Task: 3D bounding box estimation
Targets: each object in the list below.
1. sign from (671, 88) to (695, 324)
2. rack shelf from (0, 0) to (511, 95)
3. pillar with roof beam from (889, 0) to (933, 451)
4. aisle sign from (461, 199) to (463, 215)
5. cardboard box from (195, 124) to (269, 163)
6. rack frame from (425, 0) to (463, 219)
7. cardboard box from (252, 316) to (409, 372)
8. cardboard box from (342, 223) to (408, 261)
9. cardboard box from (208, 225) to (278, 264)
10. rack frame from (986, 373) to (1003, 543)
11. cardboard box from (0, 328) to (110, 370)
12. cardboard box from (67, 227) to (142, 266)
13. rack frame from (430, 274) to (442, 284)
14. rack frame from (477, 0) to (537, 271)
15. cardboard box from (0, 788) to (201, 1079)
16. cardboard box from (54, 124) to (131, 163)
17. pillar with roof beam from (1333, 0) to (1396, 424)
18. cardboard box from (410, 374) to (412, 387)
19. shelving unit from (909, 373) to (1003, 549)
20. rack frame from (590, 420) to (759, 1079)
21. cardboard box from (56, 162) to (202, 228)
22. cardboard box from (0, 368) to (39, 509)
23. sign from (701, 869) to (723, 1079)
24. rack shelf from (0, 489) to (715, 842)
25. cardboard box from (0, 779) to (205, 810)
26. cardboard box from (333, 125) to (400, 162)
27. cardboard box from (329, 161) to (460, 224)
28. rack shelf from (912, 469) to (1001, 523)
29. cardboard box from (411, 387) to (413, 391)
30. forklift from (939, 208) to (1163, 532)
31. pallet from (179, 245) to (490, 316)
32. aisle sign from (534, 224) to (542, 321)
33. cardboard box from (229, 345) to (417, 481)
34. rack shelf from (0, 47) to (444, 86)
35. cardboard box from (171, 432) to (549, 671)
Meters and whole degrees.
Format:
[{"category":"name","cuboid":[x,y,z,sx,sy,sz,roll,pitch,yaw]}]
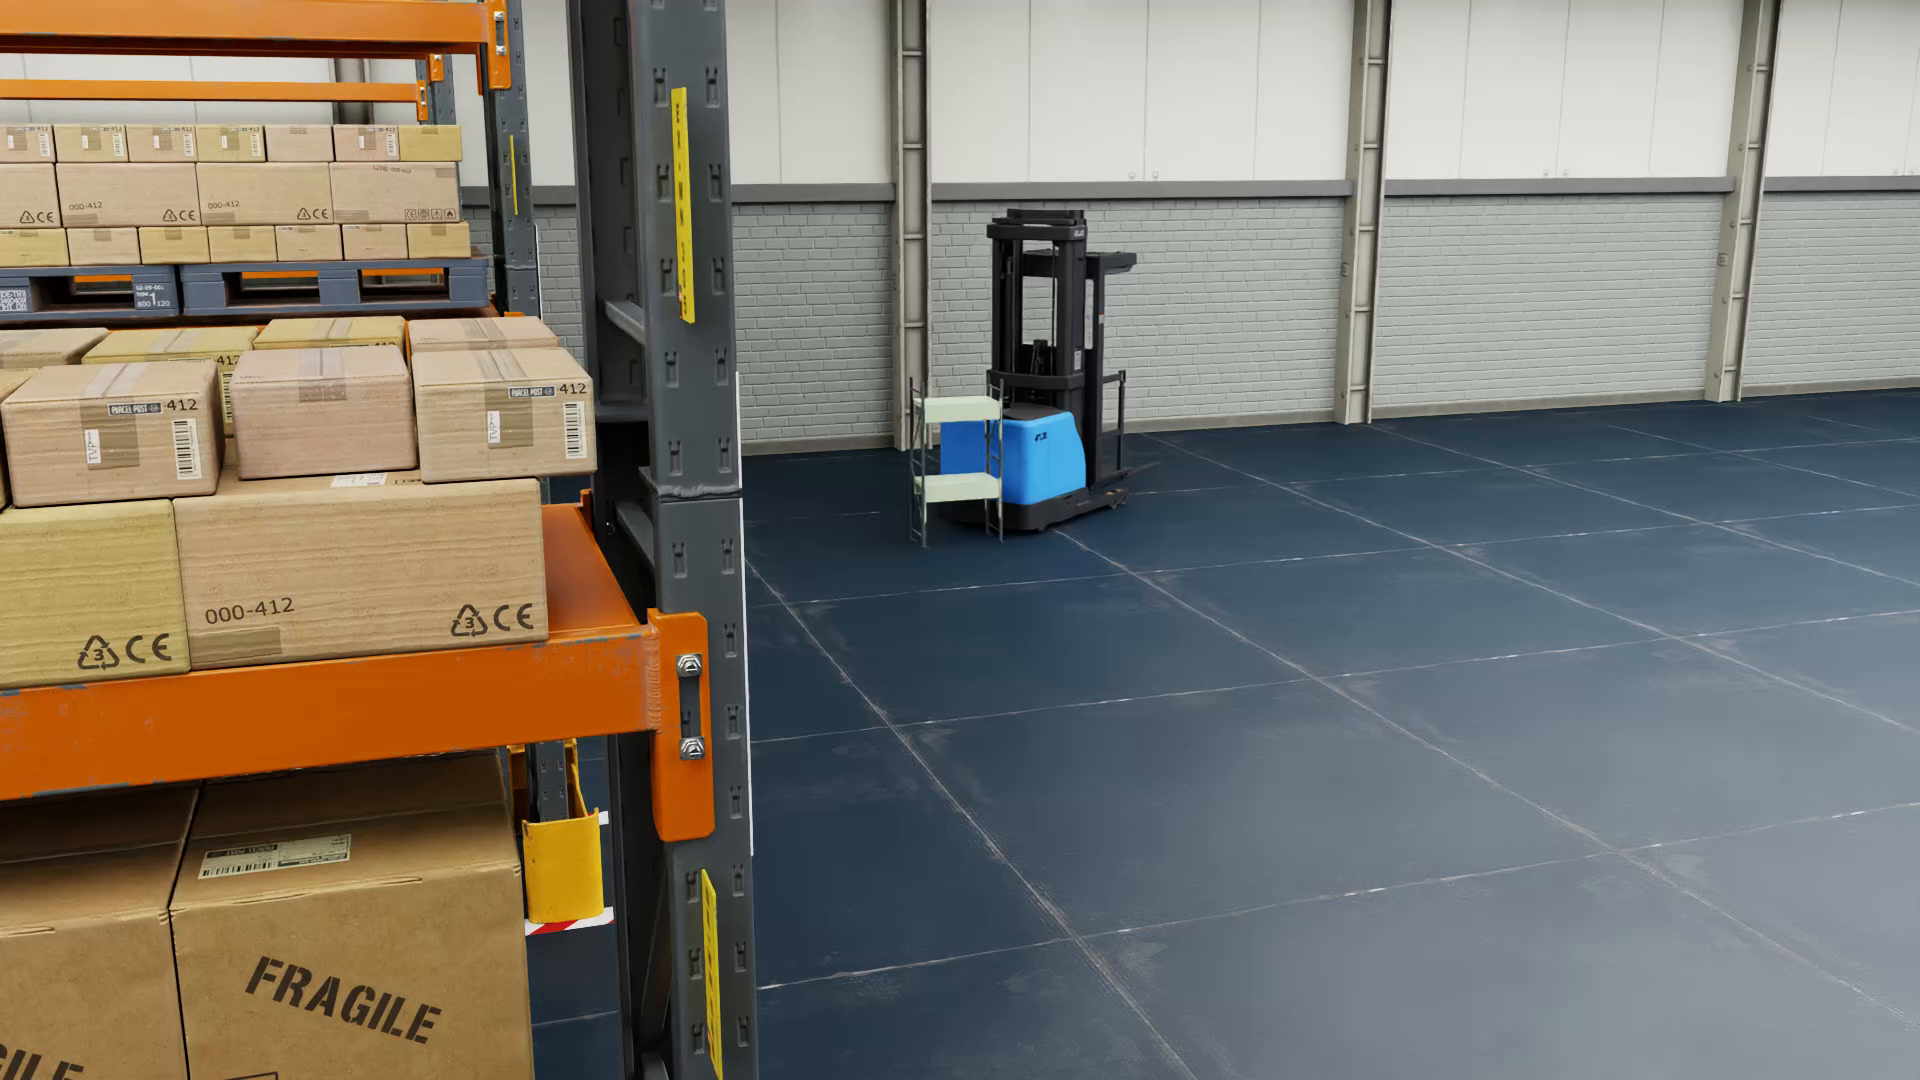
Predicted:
[{"category":"sign","cuboid":[-0.396,-0.477,2.379,0.005,0.325,0.100,-4,14,-18]},{"category":"rack shelf","cuboid":[-3.936,-2.032,6.766,4.000,0.370,1.077,-4,14,-18]},{"category":"pillar with roof beam","cuboid":[0.811,-4.536,14.873,0.400,9.000,9.100,-4,14,-18]},{"category":"aisle sign","cuboid":[-3.564,-2.090,11.935,0.004,0.787,0.394,-4,14,-18]},{"category":"cardboard box","cuboid":[-2.977,-1.628,6.826,0.250,0.149,0.380,-4,14,-17]},{"category":"rack frame","cuboid":[-3.715,-3.802,11.790,0.127,3.000,1.000,-4,14,-18]},{"category":"cardboard box","cuboid":[-1.166,-0.323,3.107,0.250,0.149,0.380,-4,14,-17]},{"category":"cardboard box","cuboid":[-2.487,-1.278,7.080,0.250,0.149,0.380,-4,14,-18]},{"category":"cardboard box","cuboid":[-2.970,-1.241,6.922,0.250,0.149,0.380,-4,14,-18]},{"category":"rack frame","cuboid":[0.313,-0.744,15.137,0.023,1.500,0.400,-4,14,-17]},{"category":"cardboard box","cuboid":[-1.647,-0.273,2.896,0.250,0.149,0.380,-4,14,-16]},{"category":"cardboard box","cuboid":[-3.452,-1.203,6.764,0.250,0.149,0.380,-4,14,-18]},{"category":"rack frame","cuboid":[-5.302,-1.972,17.060,0.127,3.000,1.000,-4,14,-18]},{"category":"rack frame","cuboid":[-2.041,-2.724,7.257,0.127,3.000,1.000,-4,14,-18]},{"category":"cardboard box","cuboid":[-1.469,0.743,2.626,0.500,0.500,0.500,-4,14,-18]},{"category":"cardboard box","cuboid":[-3.457,-1.591,6.669,0.250,0.149,0.380,-5,14,-19]},{"category":"pillar with roof beam","cuboid":[6.497,-4.979,16.734,0.400,9.000,9.100,-4,14,-18]},{"category":"cardboard box","cuboid":[-4.142,-0.977,12.016,0.500,0.500,0.500,-5,14,-19]},{"category":"shelving unit","cuboid":[-0.035,-0.718,15.027,0.755,1.500,0.431,-4,14,-17]},{"category":"rack frame","cuboid":[-0.554,1.290,3.346,0.127,3.000,1.000,-4,14,-18]},{"category":"cardboard box","cuboid":[-3.366,-1.419,6.808,0.500,0.250,0.500,-5,14,-18]},{"category":"cardboard box","cuboid":[-1.457,-0.140,2.338,0.250,0.149,0.380,-4,14,-18]},{"category":"sign","cuboid":[-0.396,0.696,2.658,0.005,0.325,0.100,-4,14,-18]},{"category":"rack shelf","cuboid":[-2.450,0.328,2.462,4.000,0.370,1.077,-4,14,-18]},{"category":"cardboard box","cuboid":[-1.639,0.626,3.117,0.500,0.500,0.500,-4,14,-18]},{"category":"cardboard box","cuboid":[-2.489,-1.666,6.987,0.250,0.149,0.380,-4,14,-18]},{"category":"cardboard box","cuboid":[-2.415,-1.492,7.117,0.500,0.250,0.500,-4,14,-17]},{"category":"rack shelf","cuboid":[-0.035,-0.401,15.102,0.720,0.370,0.431,-4,14,-17]},{"category":"cardboard box","cuboid":[-2.405,-0.385,7.729,0.550,0.550,0.875,-4,14,-18]},{"category":"forklift","cuboid":[1.044,-1.793,16.452,1.130,2.935,3.031,9,16,33]},{"category":"pallet","cuboid":[-2.740,-1.165,7.374,1.213,0.211,1.003,-4,14,-18]},{"category":"aisle sign","cuboid":[-1.878,-1.010,7.396,0.004,0.787,0.394,-4,14,-18]},{"category":"cardboard box","cuboid":[-1.002,-0.208,2.624,0.250,0.149,0.380,-5,14,-20]},{"category":"rack shelf","cuboid":[-5.611,-3.303,11.253,4.000,0.370,1.077,-4,14,-18]},{"category":"cardboard box","cuboid":[-0.930,-0.005,2.633,0.500,0.250,0.500,-4,14,-17]}]
